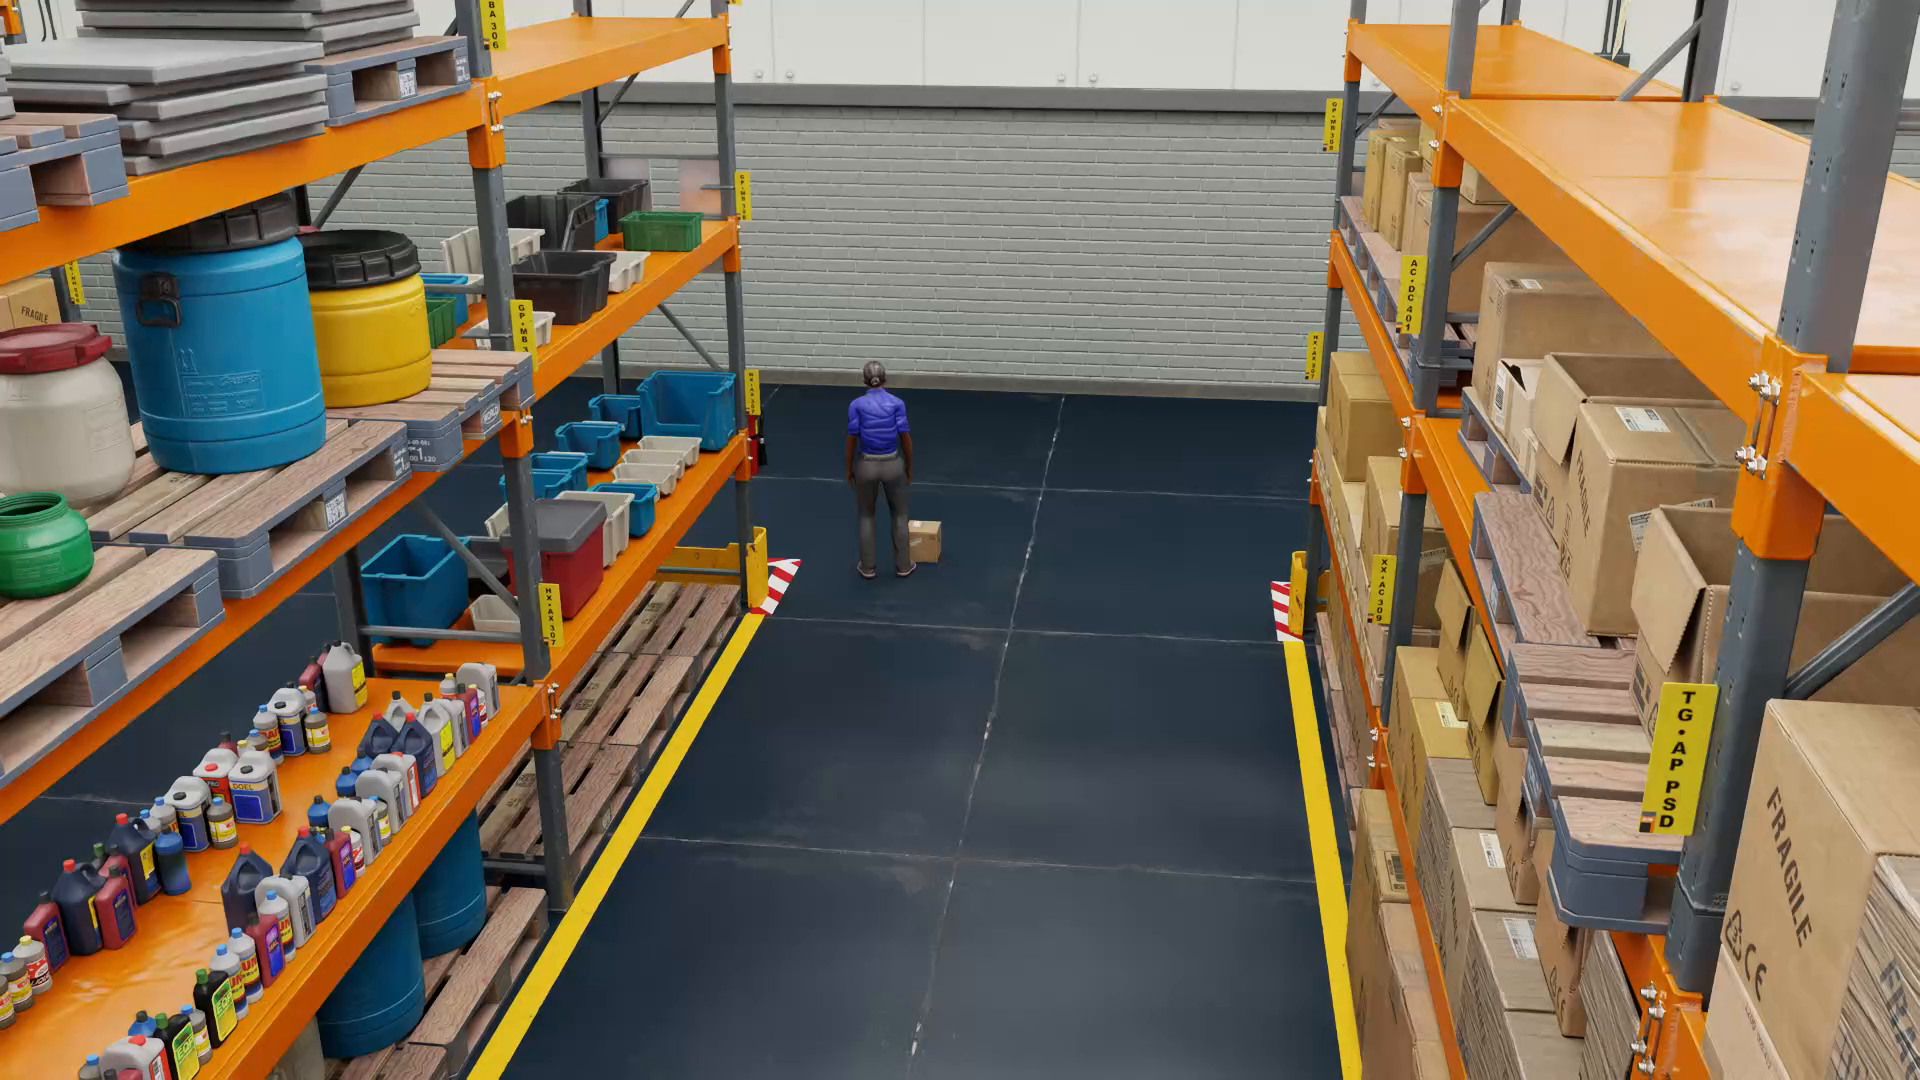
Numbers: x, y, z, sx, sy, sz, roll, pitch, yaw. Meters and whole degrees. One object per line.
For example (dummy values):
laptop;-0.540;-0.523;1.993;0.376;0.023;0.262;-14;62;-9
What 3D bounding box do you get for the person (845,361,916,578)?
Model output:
person;-0.594;-0.521;12.427;0.524;1.655;0.351;-2;21;-4
